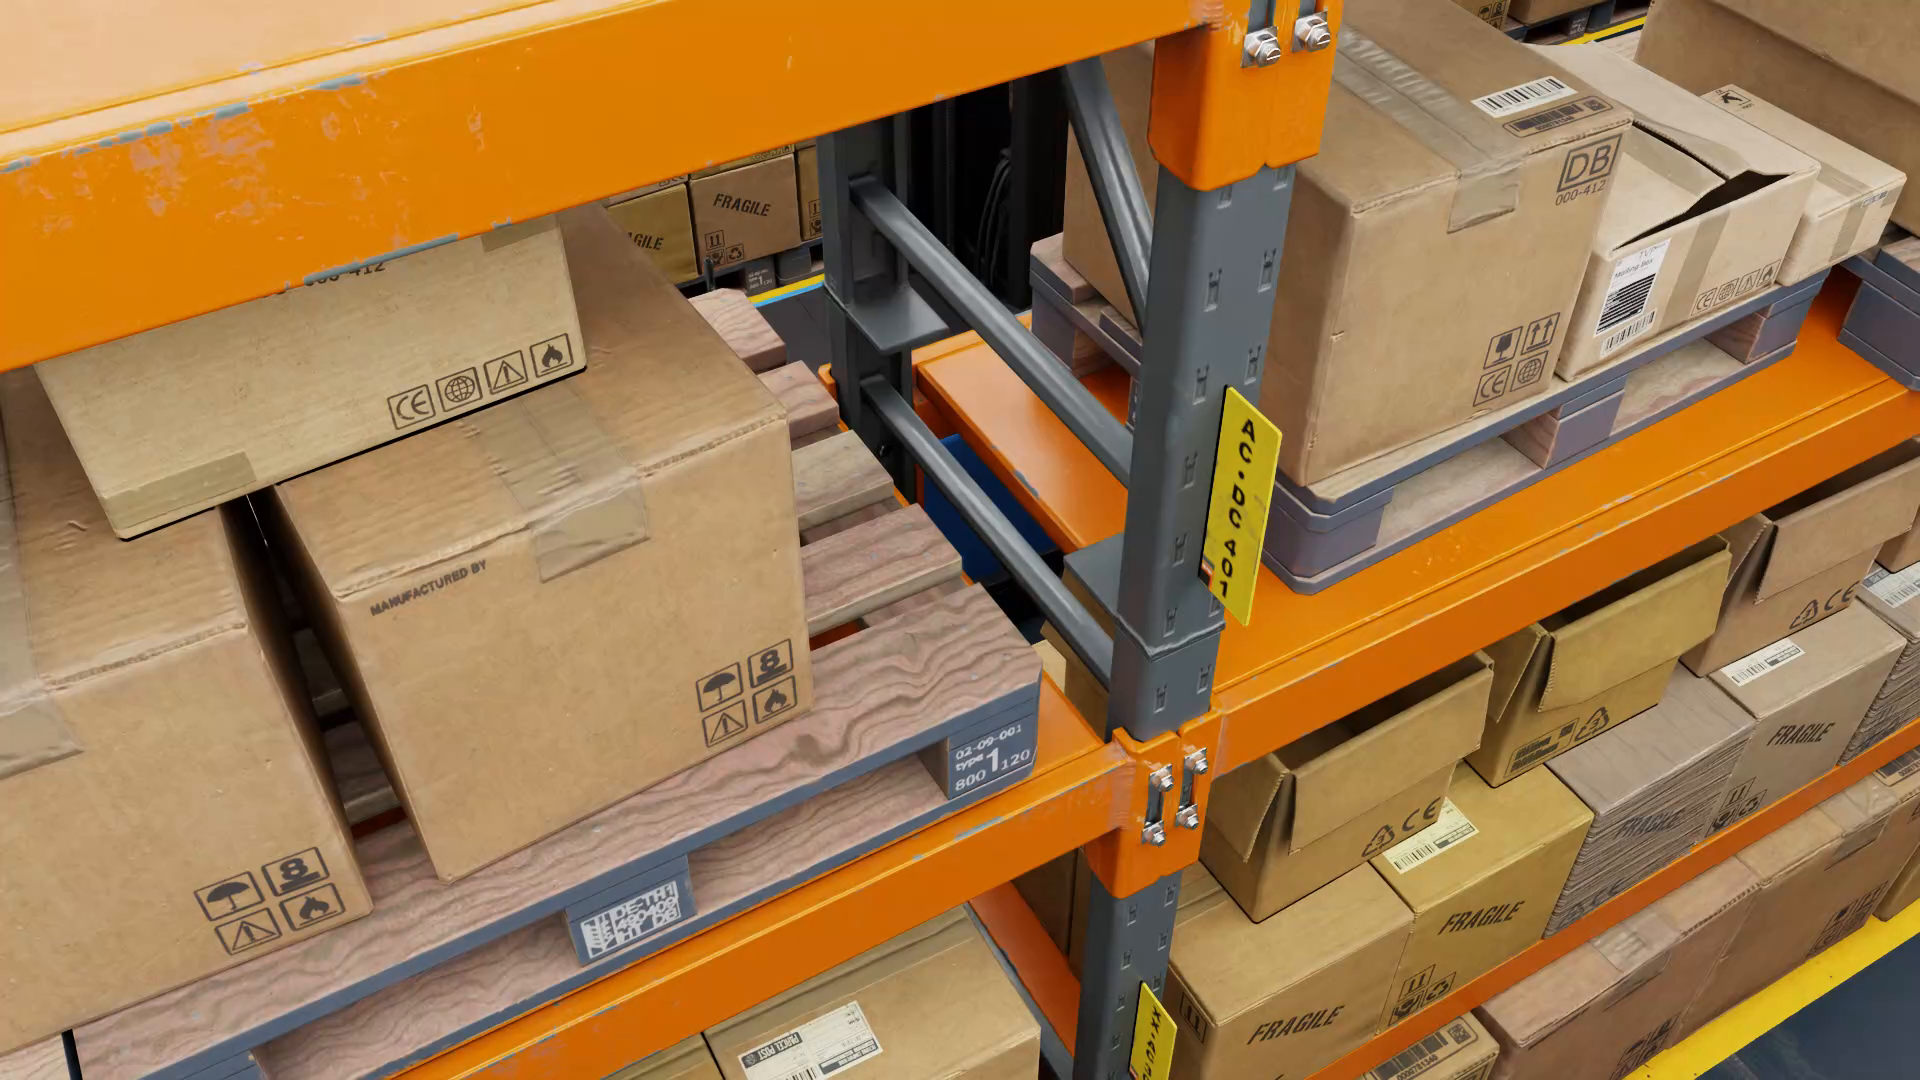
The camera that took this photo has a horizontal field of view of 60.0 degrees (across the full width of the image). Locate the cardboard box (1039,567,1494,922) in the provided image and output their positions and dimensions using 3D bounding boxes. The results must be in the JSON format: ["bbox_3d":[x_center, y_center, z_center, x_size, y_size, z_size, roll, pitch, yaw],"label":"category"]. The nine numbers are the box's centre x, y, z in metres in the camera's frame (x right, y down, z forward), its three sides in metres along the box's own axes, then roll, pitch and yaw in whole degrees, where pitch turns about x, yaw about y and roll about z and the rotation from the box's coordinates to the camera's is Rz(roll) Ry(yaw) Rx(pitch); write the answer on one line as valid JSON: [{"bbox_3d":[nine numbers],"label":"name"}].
[{"bbox_3d":[0.615,0.298,3.497,0.637,0.503,0.797,-23,49,-22],"label":"cardboard box"}]

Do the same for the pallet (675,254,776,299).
[{"bbox_3d":[-1.644,-1.380,8.020,1.213,0.211,1.003,-22,48,-21],"label":"pallet"}]

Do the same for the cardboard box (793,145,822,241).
[{"bbox_3d":[-0.640,-1.834,7.979,0.500,0.500,0.500,-21,48,-20],"label":"cardboard box"}]

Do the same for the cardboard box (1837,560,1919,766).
[{"bbox_3d":[2.345,0.169,4.350,0.500,0.500,0.500,-23,49,-22],"label":"cardboard box"}]

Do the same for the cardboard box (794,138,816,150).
[{"bbox_3d":[-0.641,-2.090,7.704,0.500,0.250,0.500,-20,48,-19],"label":"cardboard box"}]

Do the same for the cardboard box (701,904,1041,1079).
[{"bbox_3d":[-0.200,0.919,3.004,0.500,0.500,0.500,-20,48,-20],"label":"cardboard box"}]

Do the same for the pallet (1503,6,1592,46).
[{"bbox_3d":[2.928,-3.145,9.839,1.213,0.211,1.003,-22,48,-21],"label":"pallet"}]

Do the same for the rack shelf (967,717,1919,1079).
[{"bbox_3d":[1.799,0.485,4.613,4.000,0.370,1.077,-22,48,-21],"label":"rack shelf"}]

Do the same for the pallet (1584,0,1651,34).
[{"bbox_3d":[3.987,-3.571,10.278,1.213,0.211,1.003,-22,48,-21],"label":"pallet"}]

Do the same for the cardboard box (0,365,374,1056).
[{"bbox_3d":[-1.052,0.113,1.880,0.500,0.500,0.700,-19,47,-19],"label":"cardboard box"}]

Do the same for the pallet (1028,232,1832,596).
[{"bbox_3d":[0.836,-0.435,3.028,1.217,0.209,0.805,-24,49,-22],"label":"pallet"}]

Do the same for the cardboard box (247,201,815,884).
[{"bbox_3d":[-0.583,-0.071,2.070,0.500,0.500,0.700,-25,49,-23],"label":"cardboard box"}]

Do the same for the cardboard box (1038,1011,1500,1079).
[{"bbox_3d":[0.610,1.298,4.483,0.875,0.875,1.225,-22,48,-21],"label":"cardboard box"}]

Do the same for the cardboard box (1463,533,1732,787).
[{"bbox_3d":[1.216,0.067,3.735,0.637,0.503,0.797,-21,48,-21],"label":"cardboard box"}]

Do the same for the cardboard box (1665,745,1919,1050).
[{"bbox_3d":[2.148,0.676,5.124,0.875,0.875,1.225,-22,48,-21],"label":"cardboard box"}]

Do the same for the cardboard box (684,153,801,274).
[{"bbox_3d":[-1.087,-1.644,7.784,0.500,0.500,0.500,-20,48,-19],"label":"cardboard box"}]

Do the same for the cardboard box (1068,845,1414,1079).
[{"bbox_3d":[0.589,0.876,3.622,0.500,0.500,0.500,-22,48,-21],"label":"cardboard box"}]

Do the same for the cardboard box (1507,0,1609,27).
[{"bbox_3d":[3.287,-3.627,9.647,0.750,0.750,1.050,-22,48,-21],"label":"cardboard box"}]

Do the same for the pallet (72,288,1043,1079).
[{"bbox_3d":[-0.649,0.153,2.348,1.213,0.211,1.003,-22,48,-21],"label":"pallet"}]

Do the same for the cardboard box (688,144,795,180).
[{"bbox_3d":[-1.085,-1.916,7.525,0.500,0.250,0.500,-21,48,-20],"label":"cardboard box"}]

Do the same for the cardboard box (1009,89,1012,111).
[{"bbox_3d":[0.258,-2.187,8.343,0.500,0.500,0.500,-20,48,-19],"label":"cardboard box"}]

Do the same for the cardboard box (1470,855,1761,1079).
[{"bbox_3d":[1.385,0.988,4.803,0.875,0.875,1.225,-23,49,-22],"label":"cardboard box"}]

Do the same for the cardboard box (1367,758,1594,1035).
[{"bbox_3d":[1.024,0.701,3.802,0.500,0.500,0.500,-22,48,-21],"label":"cardboard box"}]

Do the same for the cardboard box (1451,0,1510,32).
[{"bbox_3d":[2.479,-3.303,9.314,0.750,0.750,1.050,-21,48,-20],"label":"cardboard box"}]

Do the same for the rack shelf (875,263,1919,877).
[{"bbox_3d":[1.799,-0.592,3.569,4.000,0.370,1.077,-22,48,-21],"label":"rack shelf"}]

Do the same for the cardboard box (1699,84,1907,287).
[{"bbox_3d":[1.431,-0.642,2.983,0.250,0.149,0.380,-24,49,-23],"label":"cardboard box"}]

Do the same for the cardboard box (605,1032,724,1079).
[{"bbox_3d":[-0.637,1.091,2.828,0.500,0.500,0.500,-21,48,-21],"label":"cardboard box"}]

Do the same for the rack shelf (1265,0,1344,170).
[{"bbox_3d":[1.799,-1.525,2.663,4.000,0.370,1.077,-22,48,-21],"label":"rack shelf"}]

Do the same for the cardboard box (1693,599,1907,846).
[{"bbox_3d":[1.904,0.345,4.169,0.500,0.500,0.500,-21,48,-20],"label":"cardboard box"}]

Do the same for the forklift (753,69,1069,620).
[{"bbox_3d":[0.607,-1.311,5.997,3.031,2.935,1.130,-22,48,-21],"label":"forklift"}]

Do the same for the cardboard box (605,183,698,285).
[{"bbox_3d":[-1.545,-1.460,7.593,0.500,0.500,0.500,-20,48,-19],"label":"cardboard box"}]

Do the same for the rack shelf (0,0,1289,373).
[{"bbox_3d":[-1.669,-0.137,1.233,4.000,0.370,1.077,-22,48,-21],"label":"rack shelf"}]

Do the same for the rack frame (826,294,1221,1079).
[{"bbox_3d":[0.065,0.921,3.648,0.127,3.000,1.000,-22,48,-21],"label":"rack frame"}]

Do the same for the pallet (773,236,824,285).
[{"bbox_3d":[-0.585,-1.806,8.459,1.213,0.211,1.003,-22,48,-21],"label":"pallet"}]

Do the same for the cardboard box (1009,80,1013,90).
[{"bbox_3d":[0.255,-2.443,8.068,0.500,0.250,0.500,-21,48,-20],"label":"cardboard box"}]

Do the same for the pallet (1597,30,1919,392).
[{"bbox_3d":[2.033,-0.831,3.434,1.213,0.211,1.003,-20,47,-19],"label":"pallet"}]

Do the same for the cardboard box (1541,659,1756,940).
[{"bbox_3d":[1.458,0.528,3.981,0.500,0.500,0.500,-23,49,-22],"label":"cardboard box"}]

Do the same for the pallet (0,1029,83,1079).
[{"bbox_3d":[-1.706,0.574,1.915,1.213,0.211,1.003,-22,48,-21],"label":"pallet"}]

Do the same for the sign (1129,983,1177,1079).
[{"bbox_3d":[0.343,0.916,2.974,0.005,0.325,0.100,-22,48,-21],"label":"sign"}]

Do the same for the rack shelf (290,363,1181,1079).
[{"bbox_3d":[-1.669,0.796,2.139,4.000,0.370,1.077,-22,48,-21],"label":"rack shelf"}]

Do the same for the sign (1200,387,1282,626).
[{"bbox_3d":[0.343,-0.035,2.051,0.005,0.325,0.100,-22,48,-21],"label":"sign"}]

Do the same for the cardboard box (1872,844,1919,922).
[{"bbox_3d":[2.925,0.371,5.438,0.875,0.875,1.225,-24,49,-23],"label":"cardboard box"}]

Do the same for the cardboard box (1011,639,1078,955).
[{"bbox_3d":[0.335,0.557,3.950,0.500,0.500,0.500,-22,48,-21],"label":"cardboard box"}]

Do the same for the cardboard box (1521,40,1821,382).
[{"bbox_3d":[1.061,-0.601,2.824,0.500,0.311,0.500,-23,49,-22],"label":"cardboard box"}]

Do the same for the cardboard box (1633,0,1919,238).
[{"bbox_3d":[1.773,-1.010,3.107,0.637,0.503,0.797,-22,48,-21],"label":"cardboard box"}]

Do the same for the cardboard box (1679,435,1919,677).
[{"bbox_3d":[1.747,-0.158,3.967,0.637,0.503,0.797,-20,48,-20],"label":"cardboard box"}]

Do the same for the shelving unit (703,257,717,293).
[{"bbox_3d":[-1.083,-0.167,5.843,0.755,1.500,0.431,-20,47,-19],"label":"shelving unit"}]

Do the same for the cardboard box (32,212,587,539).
[{"bbox_3d":[-0.753,-0.325,1.794,0.500,0.250,0.500,-25,49,-23],"label":"cardboard box"}]

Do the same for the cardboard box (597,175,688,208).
[{"bbox_3d":[-1.546,-1.729,7.333,0.500,0.250,0.500,-24,49,-23],"label":"cardboard box"}]

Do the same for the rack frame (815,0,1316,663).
[{"bbox_3d":[0.065,-1.232,1.558,0.127,3.000,1.000,-22,48,-21],"label":"rack frame"}]

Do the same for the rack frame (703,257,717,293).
[{"bbox_3d":[-0.757,-0.283,5.960,0.023,1.500,0.400,-20,47,-19],"label":"rack frame"}]

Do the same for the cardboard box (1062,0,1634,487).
[{"bbox_3d":[0.563,-0.550,2.636,0.500,0.500,0.700,-21,48,-20],"label":"cardboard box"}]

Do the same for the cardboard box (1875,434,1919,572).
[{"bbox_3d":[2.325,-0.395,4.211,0.637,0.503,0.797,-21,48,-20],"label":"cardboard box"}]
